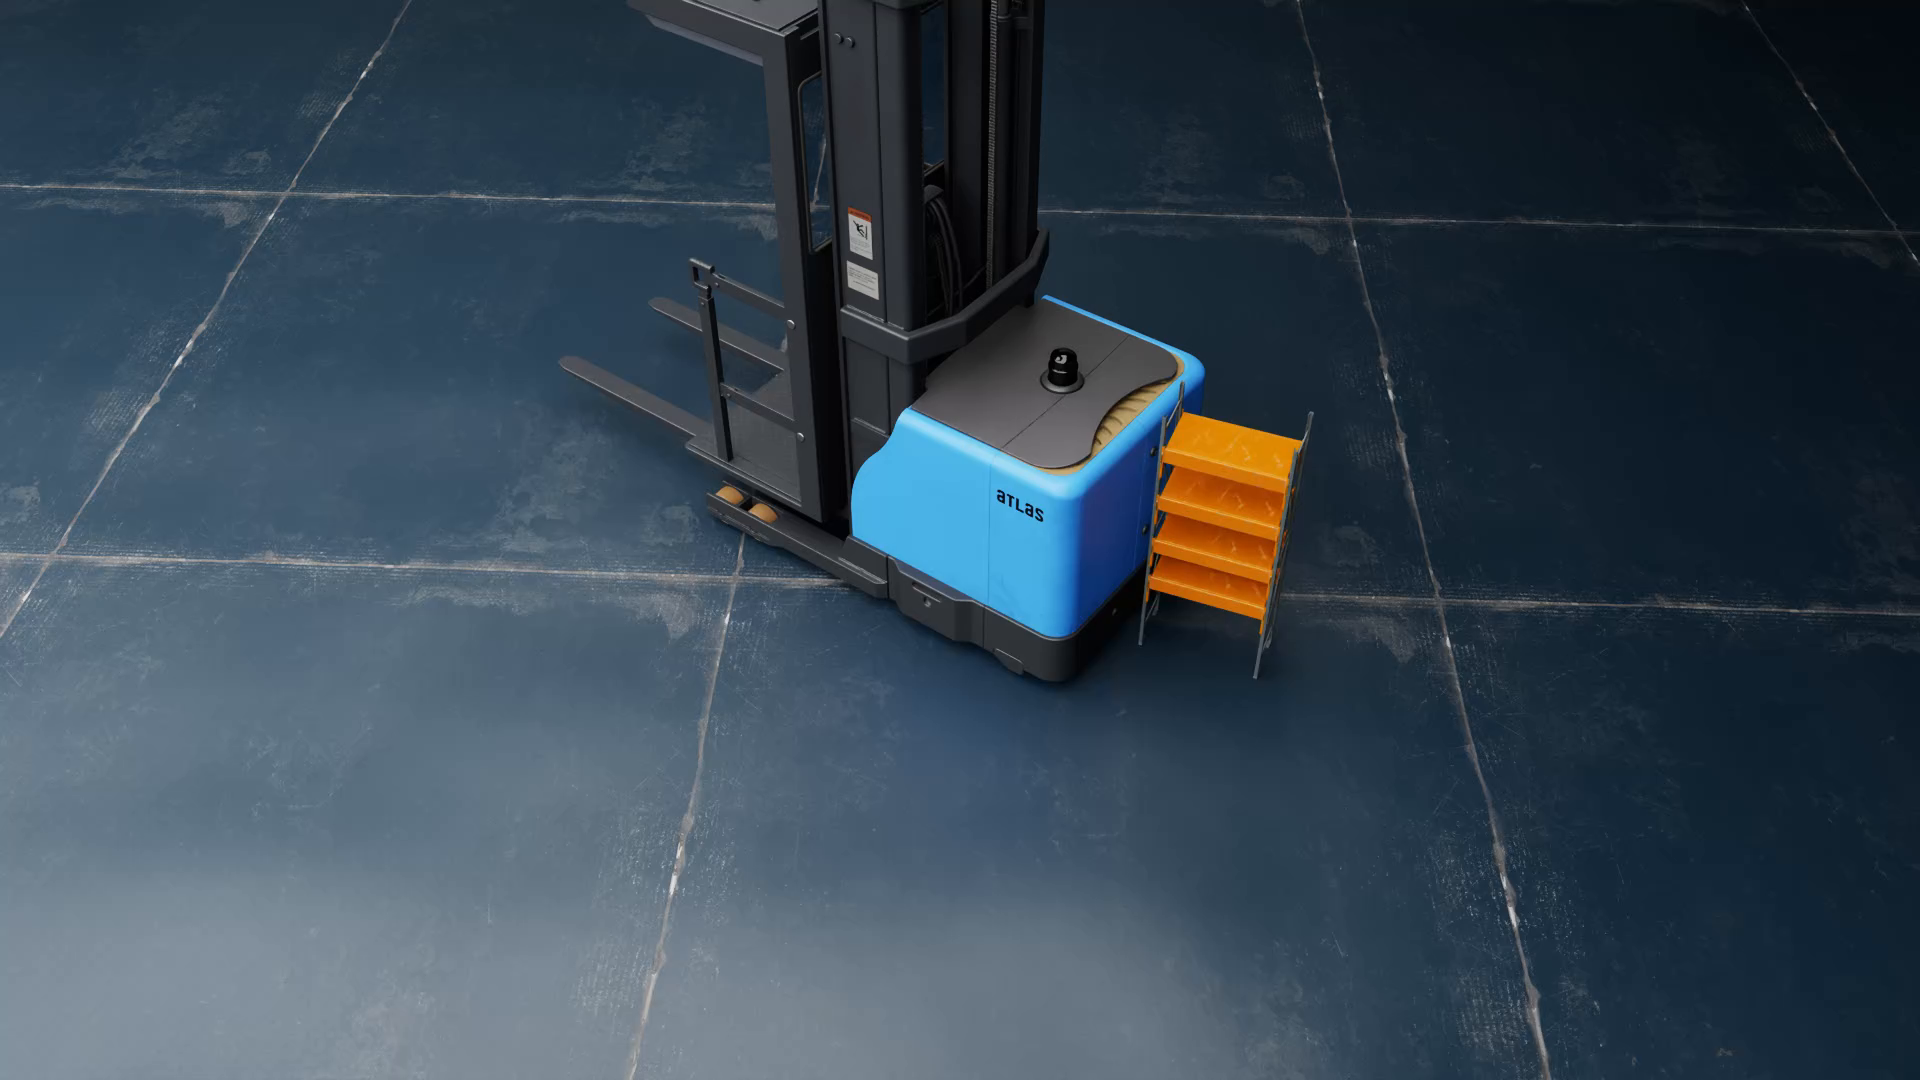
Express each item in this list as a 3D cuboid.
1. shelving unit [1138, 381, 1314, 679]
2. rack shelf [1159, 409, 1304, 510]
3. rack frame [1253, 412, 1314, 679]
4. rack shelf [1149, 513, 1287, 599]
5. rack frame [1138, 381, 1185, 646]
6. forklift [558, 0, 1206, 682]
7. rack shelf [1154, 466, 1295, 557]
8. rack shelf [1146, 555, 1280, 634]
[{"bbox_3d":[1.015,-0.017,6.473,0.503,1.200,0.258,16,45,16],"label":"shelving unit"},{"bbox_3d":[1.015,-0.304,6.205,0.480,0.148,0.258,16,45,16],"label":"rack shelf"},{"bbox_3d":[1.240,0.047,6.404,0.015,1.200,0.240,16,45,16],"label":"rack frame"},{"bbox_3d":[1.015,0.033,6.519,0.480,0.148,0.258,16,45,16],"label":"rack shelf"},{"bbox_3d":[0.789,-0.080,6.541,0.015,1.200,0.240,16,45,16],"label":"rack frame"},{"bbox_3d":[-0.504,-1.327,6.610,3.031,2.935,1.130,27,49,26],"label":"forklift"},{"bbox_3d":[1.015,-0.131,6.366,0.480,0.148,0.258,16,45,16],"label":"rack shelf"},{"bbox_3d":[1.015,0.178,6.654,0.480,0.148,0.258,16,45,16],"label":"rack shelf"}]
